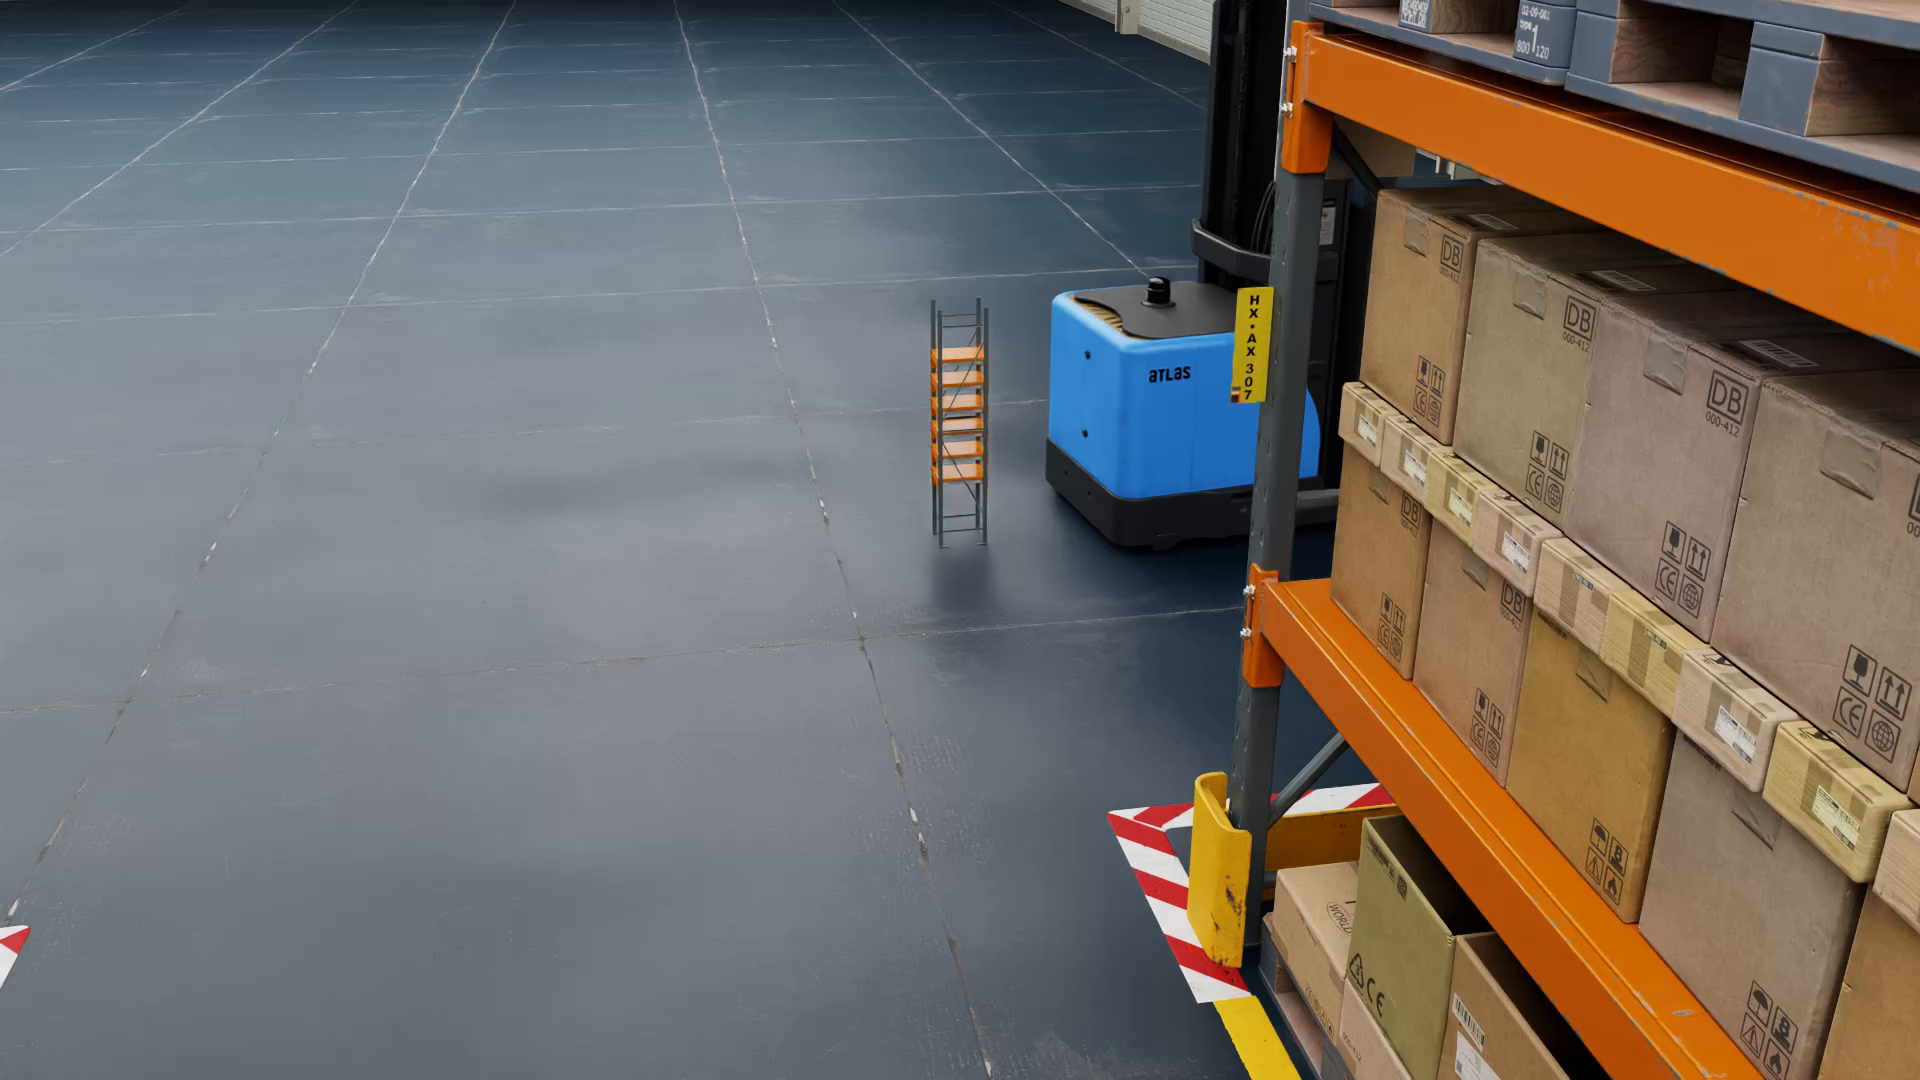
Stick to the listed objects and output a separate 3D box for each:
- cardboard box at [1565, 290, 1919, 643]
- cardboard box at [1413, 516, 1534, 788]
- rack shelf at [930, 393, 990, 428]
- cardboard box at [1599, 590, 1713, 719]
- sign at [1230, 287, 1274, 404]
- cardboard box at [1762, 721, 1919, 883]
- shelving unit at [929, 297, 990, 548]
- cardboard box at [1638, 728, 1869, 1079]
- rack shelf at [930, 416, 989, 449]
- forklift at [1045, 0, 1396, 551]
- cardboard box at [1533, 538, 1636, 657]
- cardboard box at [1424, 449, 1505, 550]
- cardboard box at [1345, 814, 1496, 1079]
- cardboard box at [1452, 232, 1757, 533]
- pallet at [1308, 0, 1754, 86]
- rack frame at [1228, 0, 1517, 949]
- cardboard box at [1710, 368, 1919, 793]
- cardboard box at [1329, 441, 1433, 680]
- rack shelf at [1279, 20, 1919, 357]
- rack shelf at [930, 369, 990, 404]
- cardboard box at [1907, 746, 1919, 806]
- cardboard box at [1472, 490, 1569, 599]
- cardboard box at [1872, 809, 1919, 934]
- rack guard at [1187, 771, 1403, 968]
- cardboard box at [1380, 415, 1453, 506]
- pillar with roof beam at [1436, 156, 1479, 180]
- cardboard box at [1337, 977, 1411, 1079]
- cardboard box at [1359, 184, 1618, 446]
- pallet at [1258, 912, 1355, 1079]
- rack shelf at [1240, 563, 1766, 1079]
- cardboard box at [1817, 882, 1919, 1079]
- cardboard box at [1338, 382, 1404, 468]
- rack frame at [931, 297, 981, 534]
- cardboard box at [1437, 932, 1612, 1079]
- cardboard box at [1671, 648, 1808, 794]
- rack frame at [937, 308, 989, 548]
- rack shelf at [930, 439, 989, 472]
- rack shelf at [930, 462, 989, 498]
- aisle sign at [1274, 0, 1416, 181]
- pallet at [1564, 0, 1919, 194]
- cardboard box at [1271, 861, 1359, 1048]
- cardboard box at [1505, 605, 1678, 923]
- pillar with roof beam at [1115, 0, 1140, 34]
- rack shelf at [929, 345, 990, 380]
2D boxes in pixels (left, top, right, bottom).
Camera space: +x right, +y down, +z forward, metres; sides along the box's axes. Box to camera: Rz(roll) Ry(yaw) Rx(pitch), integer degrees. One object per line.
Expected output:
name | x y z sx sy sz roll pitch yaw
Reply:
cardboard box | 1.622 -0.165 3.135 0.700 0.500 0.500 -4 24 -10
cardboard box | 1.518 0.210 3.897 0.700 0.500 0.500 -4 24 -8
rack shelf | -0.003 -0.625 7.993 0.258 0.103 0.180 -4 24 -10
cardboard box | 1.443 0.199 3.112 0.380 0.149 0.250 -5 24 -10
sign | 0.796 -0.529 4.534 0.100 0.325 0.005 -4 24 -10
cardboard box | 1.536 0.400 2.650 0.380 0.149 0.250 -4 24 -8
shelving unit | -0.003 -0.556 8.023 0.258 1.200 0.189 -4 24 -10
cardboard box | 1.705 0.612 2.975 0.700 0.500 0.500 -4 24 -8
rack shelf | -0.003 -0.515 8.041 0.258 0.103 0.180 -4 24 -10
forklift | 2.027 -1.627 8.313 3.031 2.935 1.130 -8 25 -17
cardboard box | 1.396 0.098 3.342 0.380 0.149 0.250 -5 24 -12
cardboard box | 1.299 -0.106 3.809 0.380 0.149 0.250 -4 24 -10
cardboard box | 1.317 1.013 4.157 0.500 0.500 0.500 -4 24 -10
cardboard box | 1.528 -0.364 3.589 0.700 0.500 0.500 -5 24 -11
pallet | 1.447 -1.189 3.588 1.003 0.211 1.213 -4 24 -10
rack frame | 1.342 -0.135 4.811 1.000 3.000 0.127 -4 24 -10
cardboard box | 1.715 0.032 2.684 0.700 0.500 0.500 -4 24 -10
cardboard box | 1.416 0.004 4.369 0.700 0.500 0.500 -4 24 -10
rack shelf | 1.712 -0.393 2.554 1.077 0.370 4.000 -4 24 -10
rack shelf | -0.003 -0.735 7.945 0.258 0.103 0.180 -4 24 -10
cardboard box | 1.807 0.228 2.234 0.700 0.500 0.500 -4 24 -10
cardboard box | 1.344 -0.007 3.582 0.380 0.149 0.250 -5 24 -11
cardboard box | 1.588 0.505 2.412 0.380 0.149 0.250 -4 24 -8
rack guard | 1.338 1.001 5.333 1.175 0.500 0.348 -4 24 -10
cardboard box | 1.255 -0.204 4.034 0.380 0.149 0.250 -5 24 -11
pillar with roof beam | 0.739 -7.442 14.047 9.100 9.000 0.400 -4 24 -10
cardboard box | 1.319 1.356 4.307 0.500 0.250 0.500 -4 24 -10
cardboard box | 1.426 -0.570 4.061 0.700 0.500 0.500 -4 24 -10
pallet | 1.525 1.440 4.688 1.003 0.211 1.213 -4 24 -10
rack shelf | 1.712 0.981 3.154 1.077 0.370 4.000 -4 24 -10
cardboard box | 1.801 0.814 2.514 0.700 0.500 0.500 -4 24 -9
cardboard box | 1.203 -0.308 4.272 0.380 0.149 0.250 -4 24 -10
rack frame | -0.020 -0.592 8.105 0.240 1.200 0.006 -4 24 -10
cardboard box | 1.422 1.209 3.709 0.500 0.500 0.500 -4 24 -10
cardboard box | 1.486 0.297 2.887 0.380 0.149 0.250 -4 24 -9
rack frame | 0.014 -0.520 7.940 0.240 1.200 0.006 -4 24 -10
rack shelf | -0.003 -0.405 8.089 0.258 0.103 0.180 -4 24 -10
rack shelf | -0.003 -0.295 8.137 0.258 0.103 0.180 -4 24 -10
aisle sign | 1.029 -1.330 4.298 0.394 0.787 0.004 -4 24 -10
pallet | 1.676 -0.708 2.487 1.003 0.211 1.213 -4 24 -10
cardboard box | 1.223 1.160 4.757 0.500 0.250 0.500 -4 24 -10
cardboard box | 1.604 0.406 3.448 0.700 0.500 0.500 -4 24 -9
pillar with roof beam | -1.479 -12.163 24.855 9.100 9.000 0.400 -4 24 -10
rack shelf | -0.003 -0.845 7.897 0.258 0.103 0.180 -4 24 -10
